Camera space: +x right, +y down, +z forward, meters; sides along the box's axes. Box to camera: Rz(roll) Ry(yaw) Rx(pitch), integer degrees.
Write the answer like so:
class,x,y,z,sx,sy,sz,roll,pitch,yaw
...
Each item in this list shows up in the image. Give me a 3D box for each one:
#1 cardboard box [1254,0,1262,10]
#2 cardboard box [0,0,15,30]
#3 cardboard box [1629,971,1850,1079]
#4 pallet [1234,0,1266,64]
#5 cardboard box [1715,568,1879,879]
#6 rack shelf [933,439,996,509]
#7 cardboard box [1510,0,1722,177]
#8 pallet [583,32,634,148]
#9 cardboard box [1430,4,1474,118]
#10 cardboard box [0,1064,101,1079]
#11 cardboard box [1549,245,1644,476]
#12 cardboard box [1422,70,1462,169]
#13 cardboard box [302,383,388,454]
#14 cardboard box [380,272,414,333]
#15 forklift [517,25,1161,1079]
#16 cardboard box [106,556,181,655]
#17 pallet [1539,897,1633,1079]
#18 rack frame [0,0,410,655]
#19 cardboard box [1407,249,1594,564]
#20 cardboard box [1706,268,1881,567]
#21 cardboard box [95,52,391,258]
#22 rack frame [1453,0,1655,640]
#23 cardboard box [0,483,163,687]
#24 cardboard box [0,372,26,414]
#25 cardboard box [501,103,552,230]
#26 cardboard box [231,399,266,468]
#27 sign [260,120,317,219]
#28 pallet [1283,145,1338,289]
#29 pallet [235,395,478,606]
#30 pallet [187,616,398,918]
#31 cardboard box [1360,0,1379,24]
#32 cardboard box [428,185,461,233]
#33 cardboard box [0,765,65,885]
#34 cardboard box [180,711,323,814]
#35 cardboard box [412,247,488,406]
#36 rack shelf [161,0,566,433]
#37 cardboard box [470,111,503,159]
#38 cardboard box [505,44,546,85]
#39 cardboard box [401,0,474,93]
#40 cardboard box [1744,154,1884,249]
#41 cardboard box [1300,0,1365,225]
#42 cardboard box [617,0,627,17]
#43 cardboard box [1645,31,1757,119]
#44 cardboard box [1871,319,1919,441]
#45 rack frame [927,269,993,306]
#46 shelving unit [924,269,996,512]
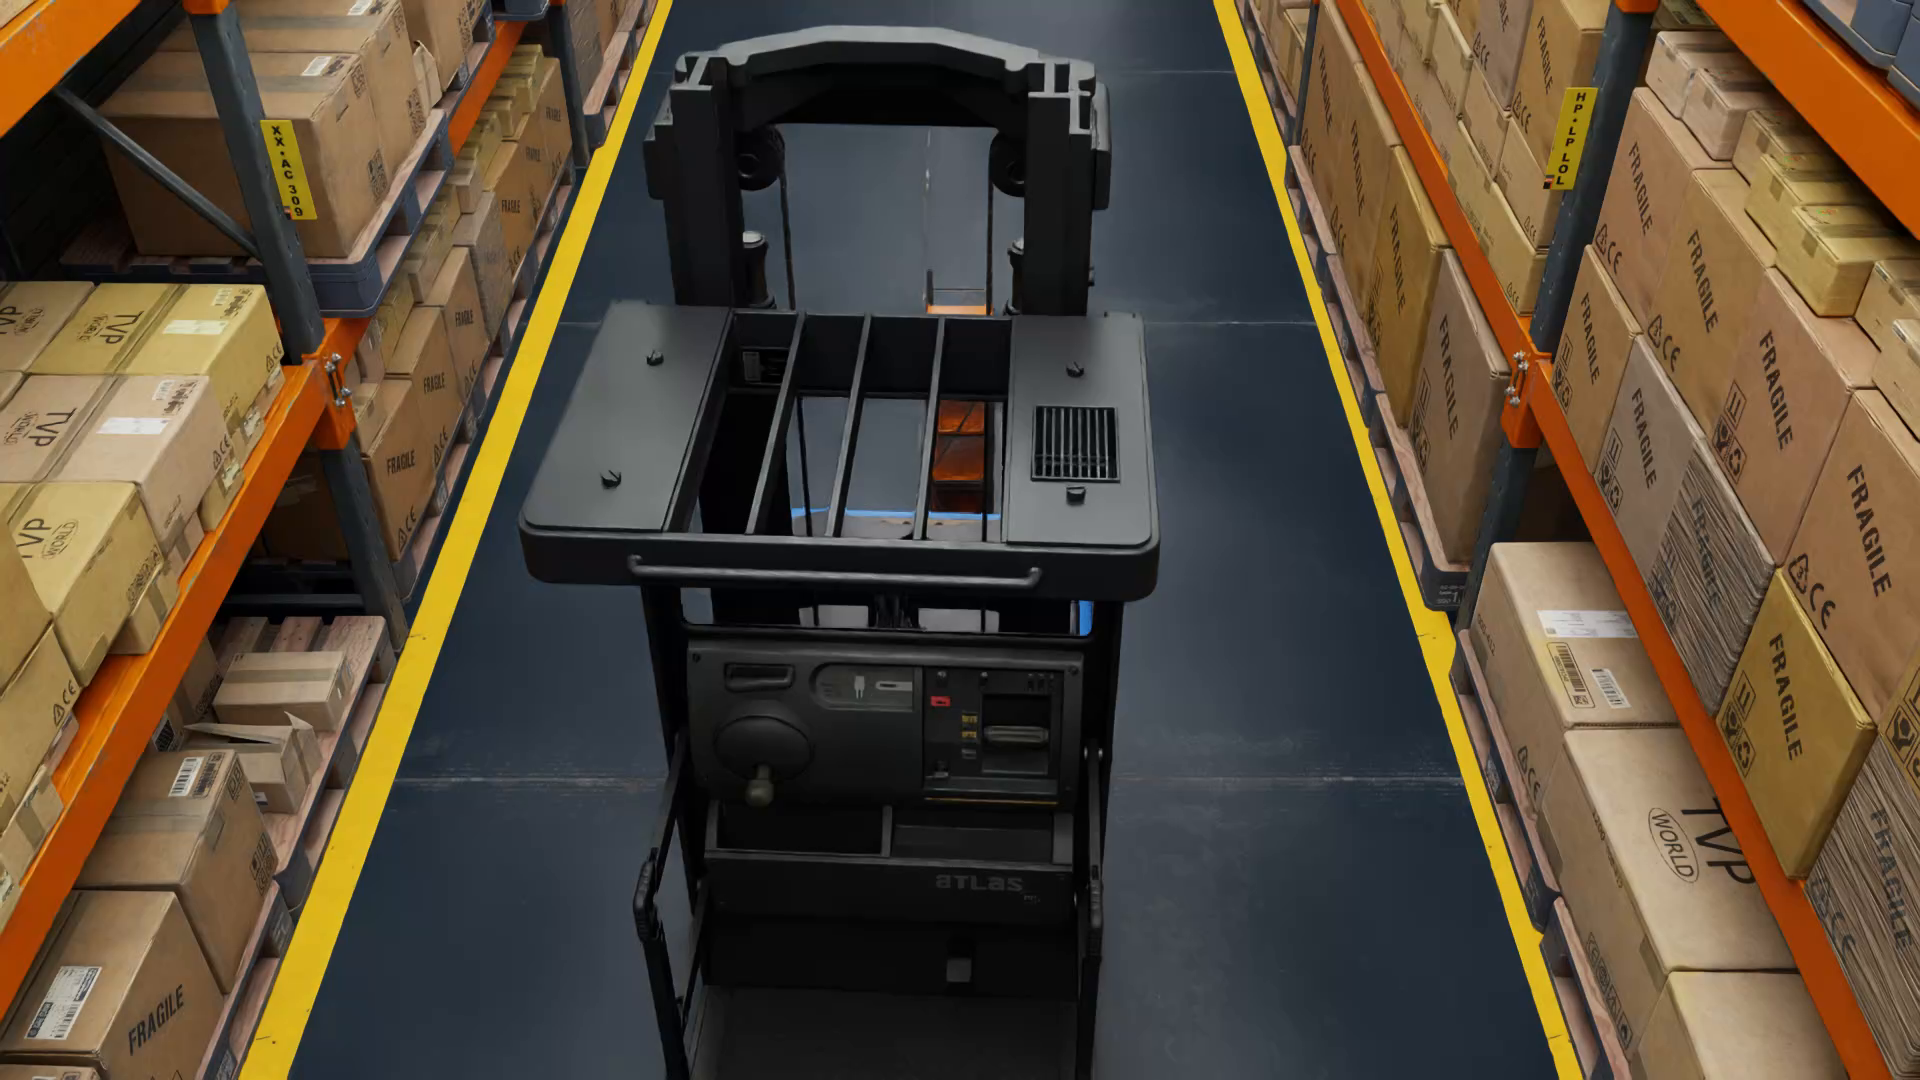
class,x,y,z,sx,sy,sz,roll,pitch,yaw
cardboard box,2.376,-3.716,10.753,0.950,0.372,0.625,1,39,1
cardboard box,-2.308,-1.154,3.594,0.380,0.149,0.250,0,39,0
cardboard box,2.269,1.566,4.111,0.875,0.438,0.875,1,39,1
pallet,2.372,-3.450,10.886,1.003,0.211,1.213,0,39,0
cardboard box,2.105,0.416,3.753,0.500,0.500,0.500,1,39,1
rack shelf,0.000,-0.312,6.288,0.258,0.148,0.480,0,39,0
cardboard box,2.123,-1.495,5.338,0.500,0.500,0.500,1,39,1
pallet,-2.555,-2.709,9.962,1.003,0.211,1.213,0,39,0
cardboard box,2.117,-1.835,6.362,0.500,0.250,0.500,1,39,1
cardboard box,-2.452,1.615,3.999,0.700,0.500,0.500,1,39,2
cardboard box,2.114,-0.532,4.935,0.500,0.500,0.500,1,39,1
cardboard box,2.141,-1.643,6.521,0.500,0.250,0.500,-1,39,-1
cardboard box,-2.323,-0.447,6.053,0.380,0.149,0.250,2,39,2
cardboard box,-2.426,-0.952,6.684,0.380,0.149,0.250,-1,39,-1
forklift,-0.187,0.519,3.759,1.130,2.935,3.031,2,39,2
cardboard box,-2.288,0.165,4.346,0.380,0.149,0.250,-1,39,-1
pallet,2.302,1.542,4.657,1.003,0.211,1.213,0,39,0
rack frame,-2.589,-0.781,5.326,1.000,3.000,0.127,0,39,0
cardboard box,2.294,-0.509,6.350,0.875,0.875,0.875,1,39,1
cardboard box,2.117,-0.282,3.823,0.500,0.500,0.500,1,39,1
cardboard box,-2.366,-1.286,5.541,0.700,0.500,0.500,1,39,1
rack frame,2.375,-0.787,5.333,1.000,3.000,0.127,0,39,0
cardboard box,-2.341,0.105,4.102,0.500,0.250,0.500,0,39,0
cardboard box,-2.851,-0.215,4.502,0.500,0.250,0.500,0,39,0
cardboard box,-2.388,-1.893,8.377,0.500,0.500,0.500,-1,39,-1
cardboard box,-2.314,-0.321,4.953,0.380,0.149,0.250,1,39,1
sign,-2.046,-1.124,5.062,0.100,0.325,0.005,0,39,0
pallet,2.296,-1.707,8.711,1.003,0.211,1.213,0,39,0
pallet,-2.627,-0.201,6.833,1.003,0.211,1.213,0,39,0
pallet,-2.589,0.737,5.662,1.003,0.211,1.213,0,39,0
cardboard box,2.138,-2.602,7.719,0.500,0.250,0.500,-1,39,-1
cardboard box,-2.417,-1.432,7.283,0.380,0.149,0.250,0,39,0
cardboard box,-2.283,0.643,3.750,0.380,0.149,0.250,1,39,1
cardboard box,-2.294,0.694,5.336,0.396,0.266,0.258,1,39,2
cardboard box,-2.371,-0.917,7.159,0.500,0.500,0.500,-1,39,-1
rack shelf,-2.591,-1.751,7.111,1.077,0.370,4.000,0,39,0
cardboard box,-2.397,-1.915,7.885,0.380,0.149,0.250,1,39,1
cardboard box,-2.339,-2.415,8.509,0.380,0.149,0.250,-2,39,-2
cardboard box,-2.367,-2.101,6.557,0.700,0.500,0.500,0,39,0
cardboard box,2.114,-0.796,3.946,0.380,0.149,0.250,0,39,0
cardboard box,2.288,-2.191,8.449,0.875,0.875,0.875,0,39,0
cardboard box,-2.590,-3.739,10.580,0.875,0.625,0.625,-2,39,-2
cardboard box,2.116,-1.271,4.540,0.380,0.149,0.250,-1,39,-1
cardboard box,2.099,-0.319,3.351,0.380,0.149,0.250,0,39,0
rack frame,0.000,-0.517,6.436,0.240,1.200,0.015,0,39,0
shelving unit,0.000,-0.365,6.246,0.258,1.200,0.503,0,39,0
